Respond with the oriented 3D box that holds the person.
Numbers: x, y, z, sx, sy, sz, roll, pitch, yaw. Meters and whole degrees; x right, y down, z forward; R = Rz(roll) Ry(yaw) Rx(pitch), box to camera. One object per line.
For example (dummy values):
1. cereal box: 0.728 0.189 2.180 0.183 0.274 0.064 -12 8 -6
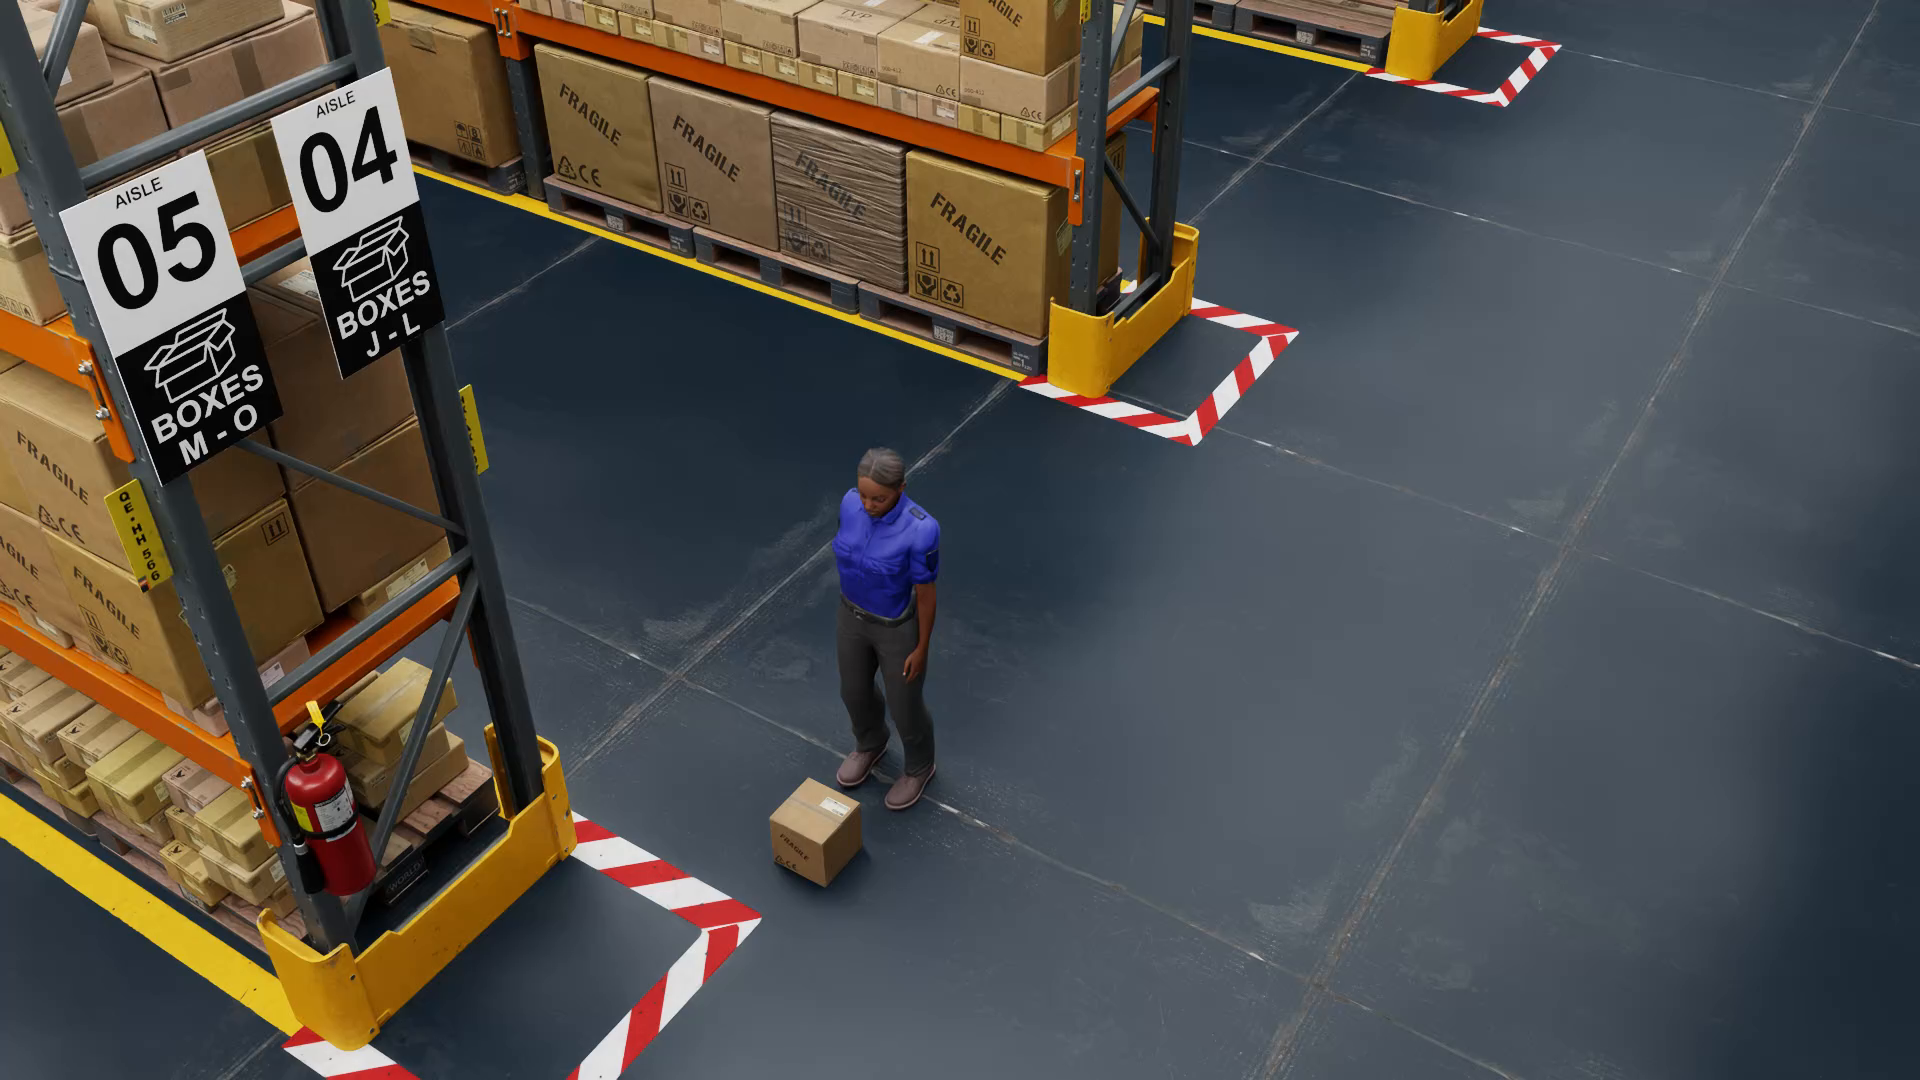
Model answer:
1. person: -0.279 0.333 6.274 0.438 1.653 0.305 23 44 26
